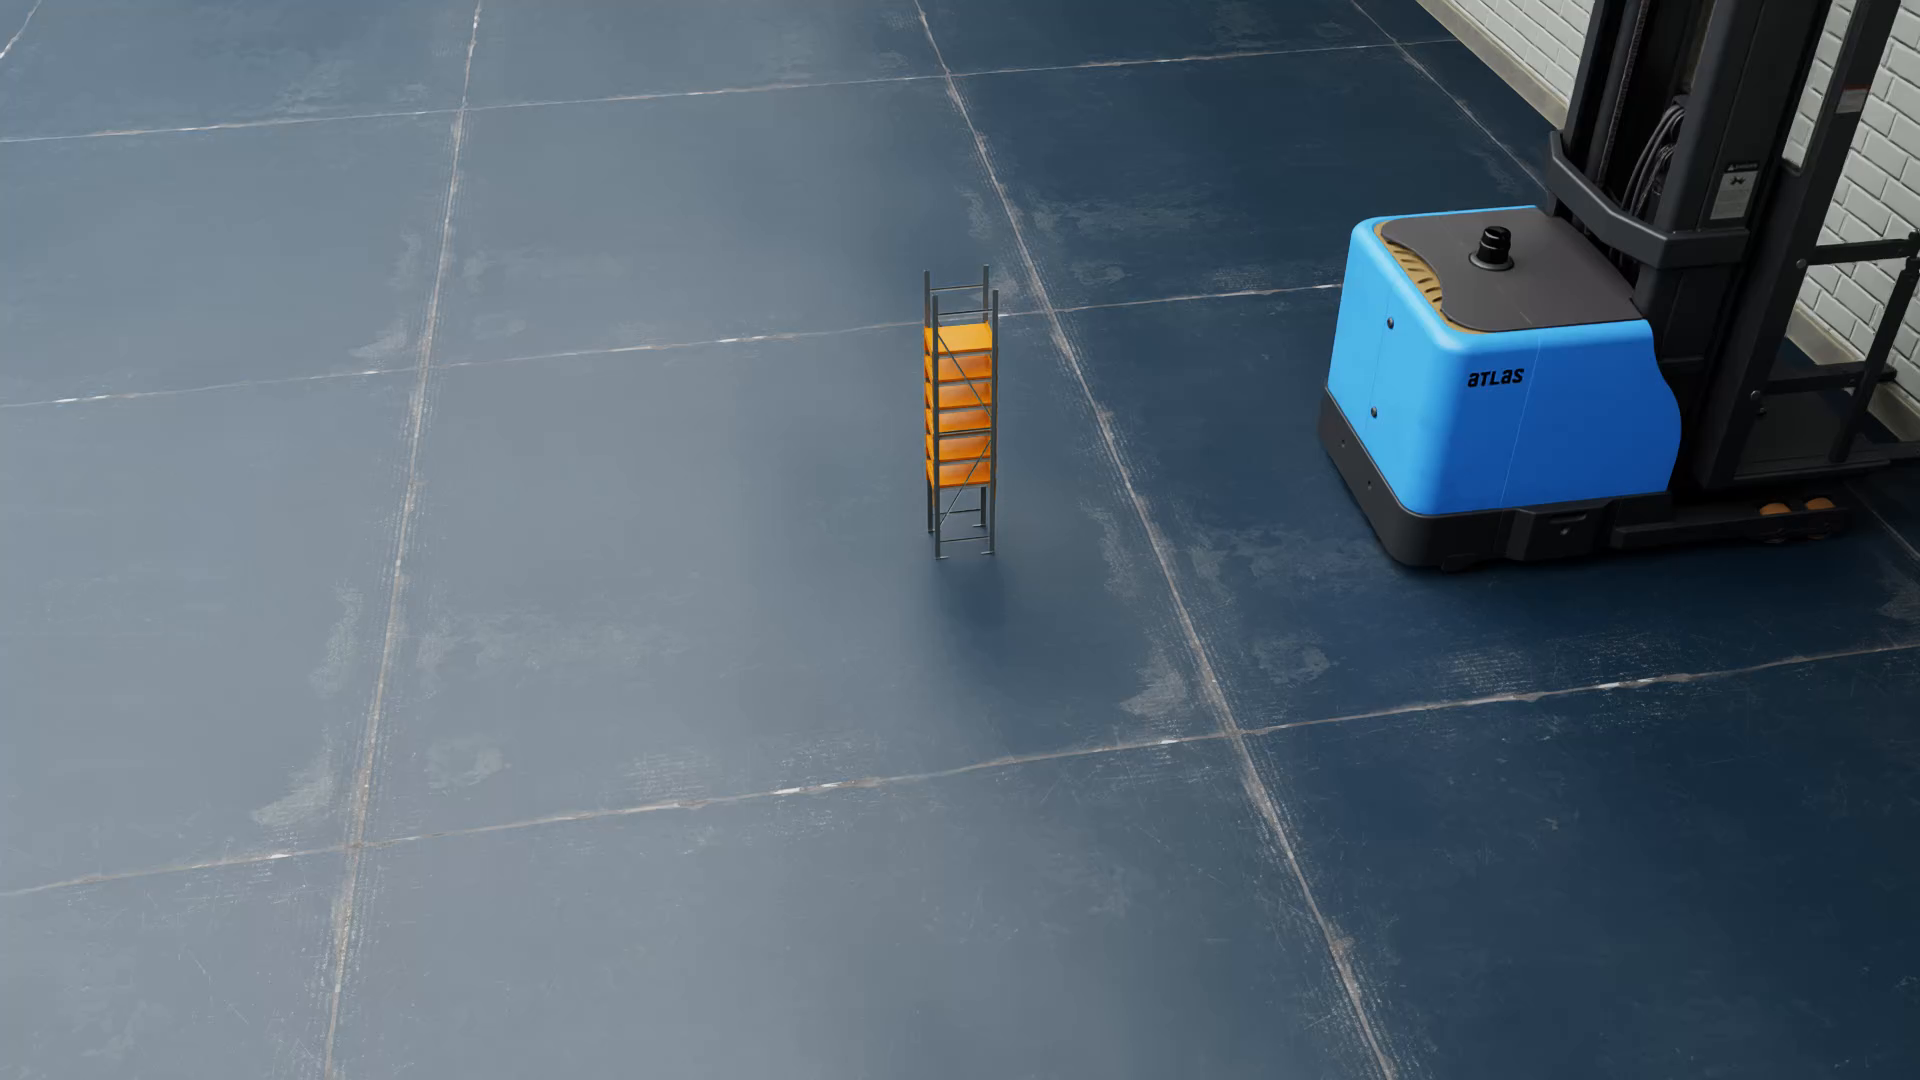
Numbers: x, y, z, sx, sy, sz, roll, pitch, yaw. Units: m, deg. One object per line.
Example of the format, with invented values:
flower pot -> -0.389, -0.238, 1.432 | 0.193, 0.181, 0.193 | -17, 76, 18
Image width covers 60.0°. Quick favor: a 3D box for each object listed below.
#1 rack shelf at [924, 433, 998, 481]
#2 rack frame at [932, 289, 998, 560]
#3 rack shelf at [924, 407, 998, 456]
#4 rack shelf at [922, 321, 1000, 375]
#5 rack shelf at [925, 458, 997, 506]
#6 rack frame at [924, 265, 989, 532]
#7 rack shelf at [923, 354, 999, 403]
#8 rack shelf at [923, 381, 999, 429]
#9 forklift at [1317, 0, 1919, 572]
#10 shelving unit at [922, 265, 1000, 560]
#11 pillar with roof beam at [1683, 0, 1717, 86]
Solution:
rack shelf -> 0.003, -0.335, 6.472 | 0.258, 0.103, 0.180 | -6, 38, -8
rack frame -> 0.019, -0.410, 6.300 | 0.240, 1.200, 0.006 | -6, 38, -8
rack shelf -> 0.003, -0.430, 6.398 | 0.258, 0.103, 0.180 | -6, 38, -8
rack shelf -> 0.003, -0.714, 6.177 | 0.258, 0.103, 0.180 | -6, 38, -8
rack shelf -> 0.003, -0.240, 6.545 | 0.258, 0.103, 0.180 | -6, 38, -8
rack frame -> -0.013, -0.520, 6.442 | 0.240, 1.200, 0.006 | -6, 38, -8
rack shelf -> 0.003, -0.620, 6.251 | 0.258, 0.103, 0.180 | -6, 38, -8
rack shelf -> 0.003, -0.525, 6.324 | 0.258, 0.103, 0.180 | -6, 38, -8
forklift -> 3.117, -1.457, 6.237 | 3.031, 2.935, 1.130 | -6, 38, -8
shelving unit -> 0.003, -0.465, 6.371 | 0.258, 1.200, 0.189 | -6, 38, -8
pillar with roof beam -> -0.522, -4.578, 5.308 | 9.100, 9.000, 0.400 | -6, 38, -8
